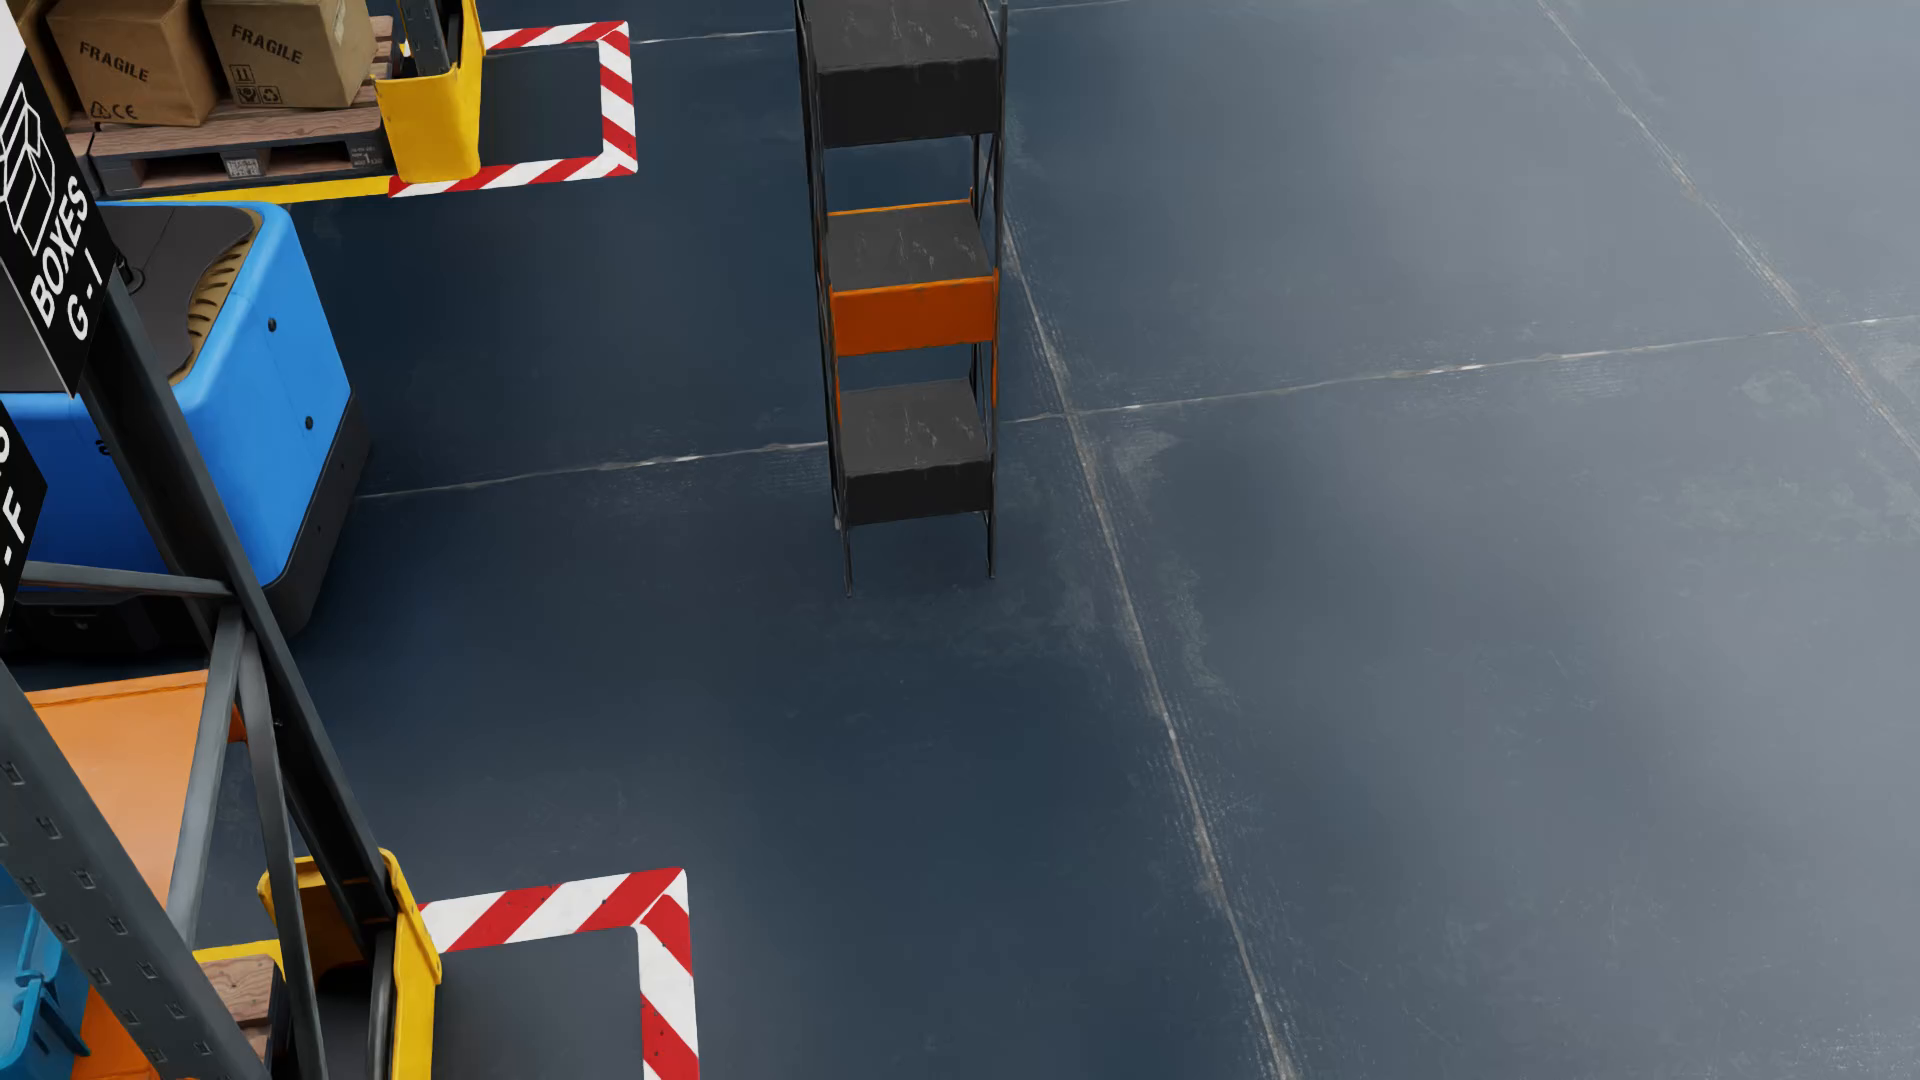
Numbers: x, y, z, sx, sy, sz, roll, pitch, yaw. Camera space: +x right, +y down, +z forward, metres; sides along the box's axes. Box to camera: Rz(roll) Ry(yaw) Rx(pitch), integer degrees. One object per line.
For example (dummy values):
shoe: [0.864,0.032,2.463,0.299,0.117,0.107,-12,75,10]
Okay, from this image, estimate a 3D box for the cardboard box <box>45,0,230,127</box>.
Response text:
cardboard box: [-3.499,-2.144,7.177,0.500,0.500,0.500,4,46,4]

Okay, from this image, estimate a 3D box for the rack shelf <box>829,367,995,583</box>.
rack shelf: [-0.163,-0.213,5.488,0.480,0.518,0.431,-7,46,-7]

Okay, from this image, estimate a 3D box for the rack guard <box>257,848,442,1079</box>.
rack guard: [-1.520,1.396,4.058,0.348,0.500,1.175,-7,46,-7]

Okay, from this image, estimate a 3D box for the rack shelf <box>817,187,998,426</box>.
rack shelf: [-0.163,-0.699,4.984,0.480,0.518,0.431,-7,46,-7]

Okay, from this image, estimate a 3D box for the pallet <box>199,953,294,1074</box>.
pallet: [-2.322,1.592,4.069,1.213,0.211,1.003,-7,46,-7]

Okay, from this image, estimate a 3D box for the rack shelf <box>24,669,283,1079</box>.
rack shelf: [-3.424,0.981,3.221,4.000,0.370,1.077,-7,46,-7]

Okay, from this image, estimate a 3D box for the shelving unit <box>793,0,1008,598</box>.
shelving unit: [-0.163,-0.708,4.974,0.503,2.100,0.431,-7,46,-7]

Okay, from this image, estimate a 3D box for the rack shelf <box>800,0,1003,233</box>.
rack shelf: [-0.163,-1.184,4.480,0.480,0.518,0.431,-7,46,-7]

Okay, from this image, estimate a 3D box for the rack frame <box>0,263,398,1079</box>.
rack frame: [-1.453,0.486,3.199,0.127,3.000,1.000,-7,46,-7]

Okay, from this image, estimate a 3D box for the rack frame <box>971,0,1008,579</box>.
rack frame: [0.077,-0.738,5.003,0.015,2.100,0.400,-7,46,-7]

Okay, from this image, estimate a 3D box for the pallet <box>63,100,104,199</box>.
pallet: [-4.379,-1.830,7.366,1.213,0.211,1.003,-7,46,-7]

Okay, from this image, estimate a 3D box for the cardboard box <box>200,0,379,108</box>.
cardboard box: [-2.916,-2.242,7.272,0.500,0.500,0.500,1,46,1]

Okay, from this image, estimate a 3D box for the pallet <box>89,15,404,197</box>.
pallet: [-3.179,-1.977,7.508,1.213,0.211,1.003,-7,46,-7]

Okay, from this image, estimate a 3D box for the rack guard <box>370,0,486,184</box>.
rack guard: [-2.373,-2.152,7.476,0.348,0.500,1.175,-7,46,-7]

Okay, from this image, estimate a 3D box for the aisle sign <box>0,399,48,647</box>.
aisle sign: [-1.332,-0.214,2.068,0.004,0.787,0.394,-7,46,-7]

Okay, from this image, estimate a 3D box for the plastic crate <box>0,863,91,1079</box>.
plastic crate: [-1.895,0.811,2.989,0.616,0.251,0.499,-7,46,-7]

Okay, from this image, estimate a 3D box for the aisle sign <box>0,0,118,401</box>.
aisle sign: [-1.432,-0.633,2.471,0.004,0.787,0.394,-7,46,-7]

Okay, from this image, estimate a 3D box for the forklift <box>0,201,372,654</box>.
forklift: [-3.630,-1.007,4.685,3.031,2.935,1.130,0,46,0]

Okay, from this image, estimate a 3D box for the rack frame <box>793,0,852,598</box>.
rack frame: [-0.404,-0.678,4.945,0.015,2.100,0.400,-7,46,-7]

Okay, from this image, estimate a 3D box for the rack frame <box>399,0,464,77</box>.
rack frame: [-2.298,-3.029,6.585,0.127,3.000,1.000,-7,46,-7]

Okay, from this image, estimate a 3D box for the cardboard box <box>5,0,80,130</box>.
cardboard box: [-4.119,-2.081,7.116,0.500,0.500,0.500,-3,46,-3]
